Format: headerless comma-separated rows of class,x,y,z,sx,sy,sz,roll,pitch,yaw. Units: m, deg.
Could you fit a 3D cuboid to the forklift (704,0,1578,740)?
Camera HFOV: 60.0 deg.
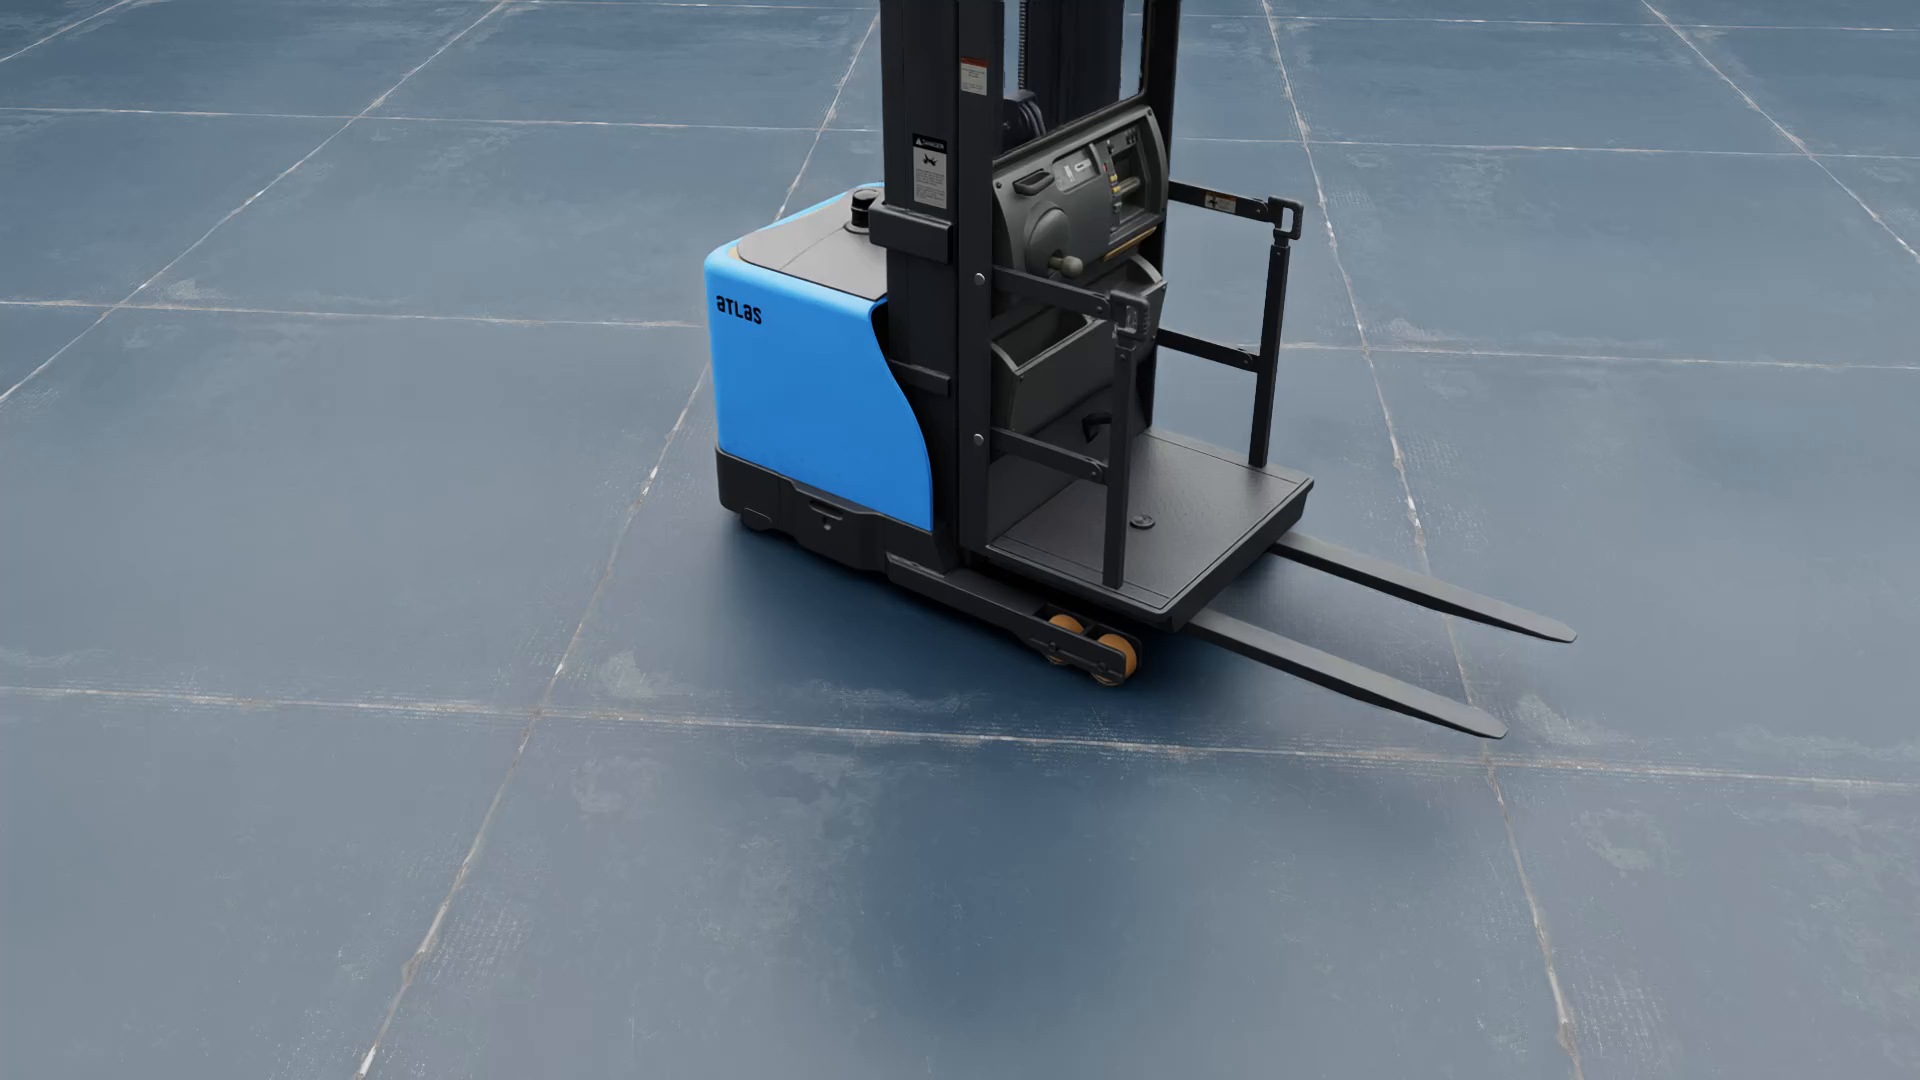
forklift,0.567,-1.086,5.219,3.031,2.935,1.130,21,37,30
